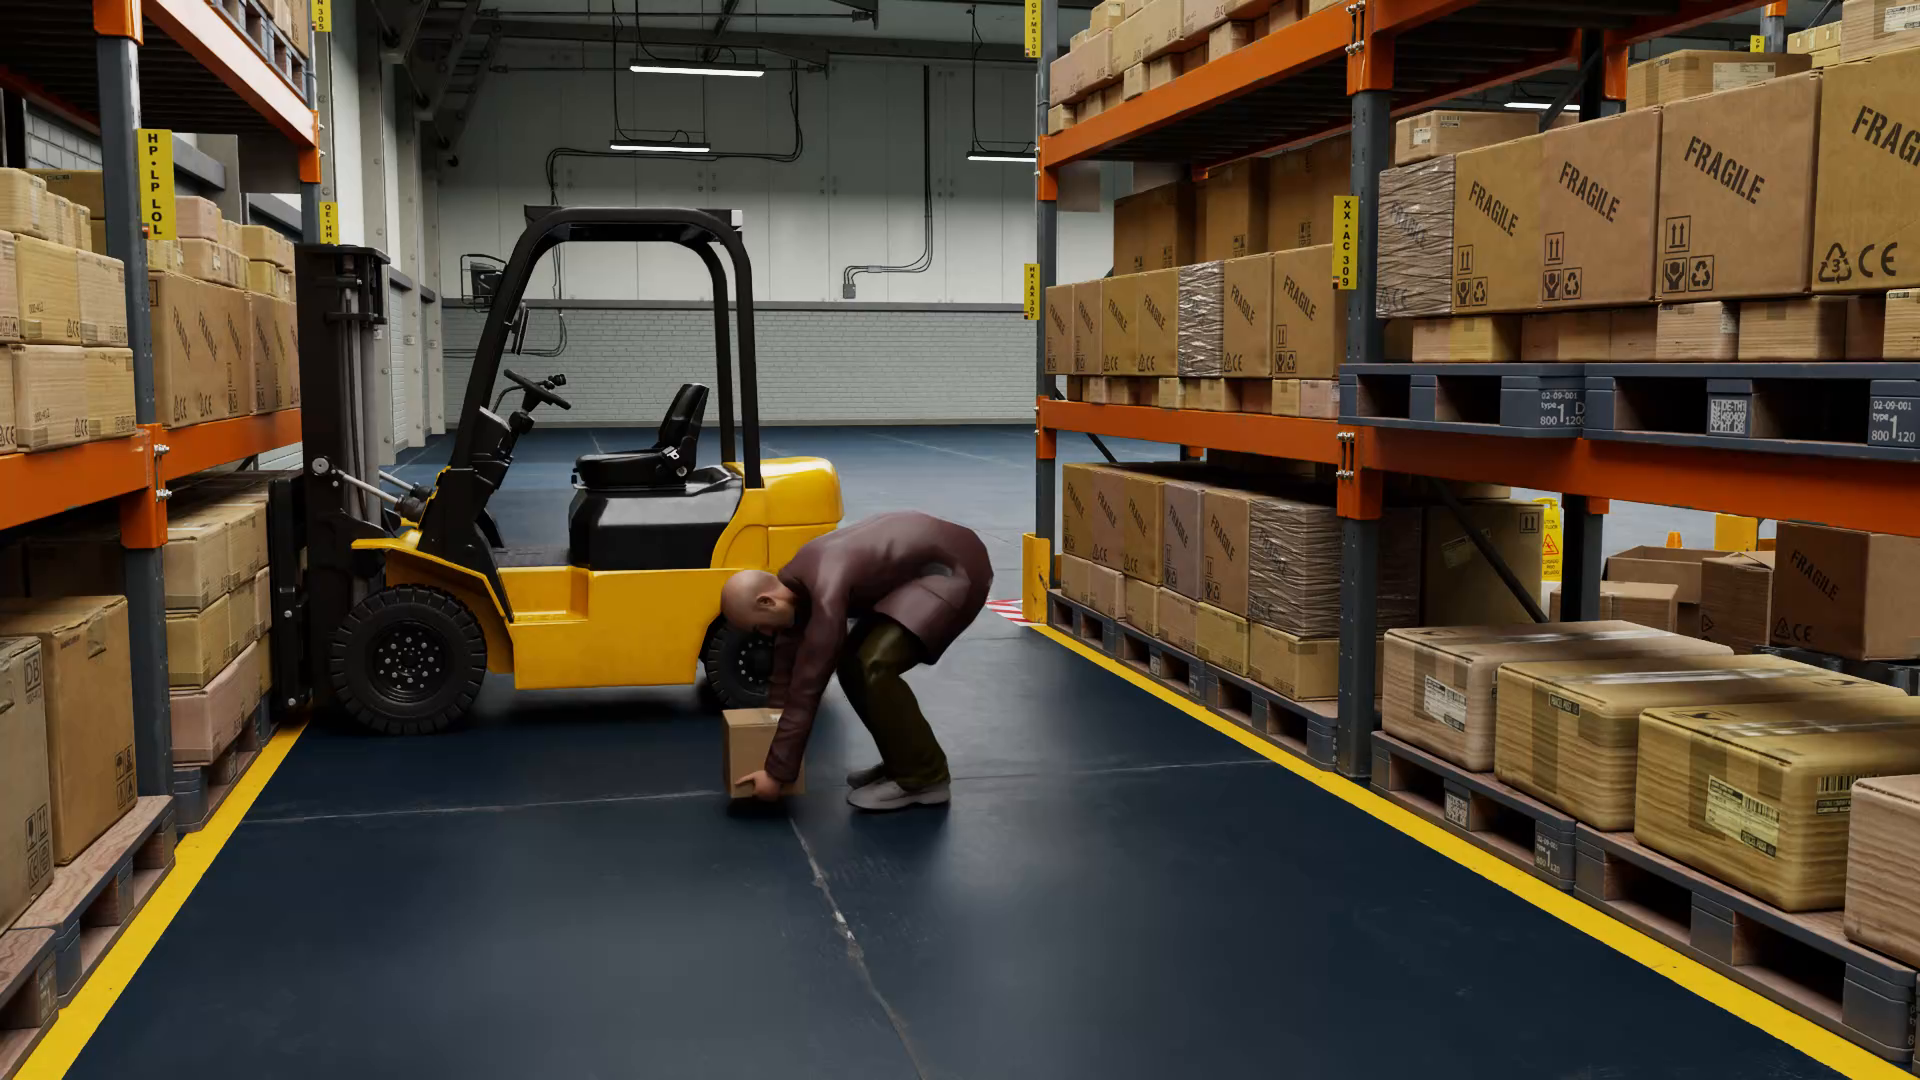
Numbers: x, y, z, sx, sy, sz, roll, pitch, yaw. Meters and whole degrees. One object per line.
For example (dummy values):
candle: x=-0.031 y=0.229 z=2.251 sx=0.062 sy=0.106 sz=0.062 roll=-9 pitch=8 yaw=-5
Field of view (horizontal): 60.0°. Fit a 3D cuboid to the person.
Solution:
person: x=-0.349 y=0.402 z=5.711 sx=0.942 sy=1.010 sz=0.582 roll=-2 pitch=6 yaw=-16
